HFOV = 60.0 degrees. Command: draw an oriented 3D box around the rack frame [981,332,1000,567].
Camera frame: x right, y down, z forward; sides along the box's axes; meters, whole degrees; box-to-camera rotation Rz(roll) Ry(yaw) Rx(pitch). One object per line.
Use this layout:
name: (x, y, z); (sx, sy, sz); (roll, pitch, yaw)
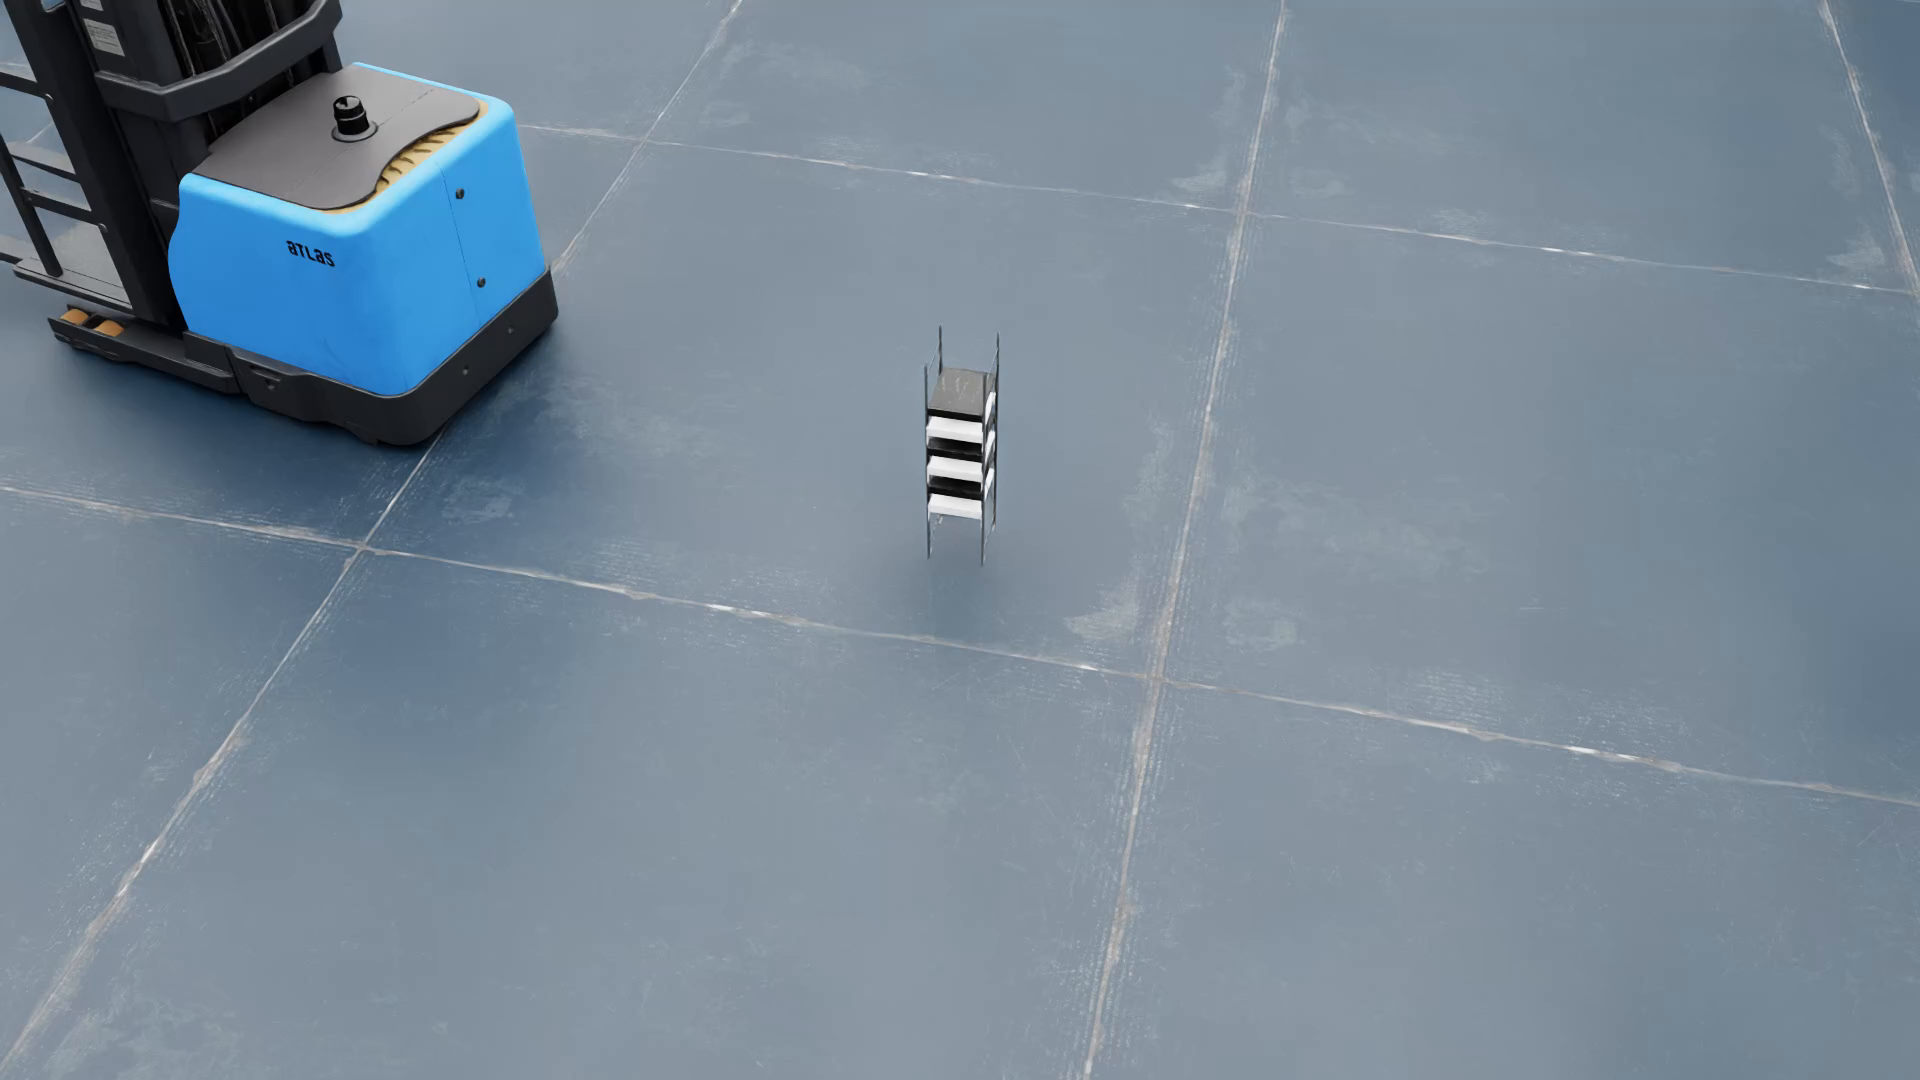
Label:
rack frame: (0.107, -0.308, 5.921); (0.006, 0.900, 0.240); (9, 45, 9)

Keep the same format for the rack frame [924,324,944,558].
rack frame: (-0.091, -0.338, 5.953); (0.006, 0.900, 0.240); (9, 45, 9)

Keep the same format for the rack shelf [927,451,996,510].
rack shelf: (0.008, -0.234, 6.022); (0.200, 0.077, 0.258); (9, 45, 9)

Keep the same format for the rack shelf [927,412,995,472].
rack shelf: (0.008, -0.364, 5.897); (0.200, 0.077, 0.258); (9, 45, 9)

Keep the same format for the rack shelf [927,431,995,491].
rack shelf: (0.008, -0.299, 5.960); (0.200, 0.077, 0.258); (9, 45, 9)

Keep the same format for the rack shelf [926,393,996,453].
rack shelf: (0.008, -0.429, 5.835); (0.200, 0.077, 0.258); (9, 45, 9)

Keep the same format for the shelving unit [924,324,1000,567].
shelving unit: (0.008, -0.323, 5.937); (0.210, 0.900, 0.258); (9, 45, 9)

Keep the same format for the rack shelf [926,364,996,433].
rack shelf: (0.008, -0.493, 5.773); (0.200, 0.077, 0.258); (9, 45, 9)

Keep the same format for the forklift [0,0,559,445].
forklift: (-3.286, -2.127, 6.346); (3.031, 2.935, 1.130); (18, 47, 18)

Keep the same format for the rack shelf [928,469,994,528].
rack shelf: (0.008, -0.169, 6.085); (0.200, 0.077, 0.258); (9, 45, 9)
